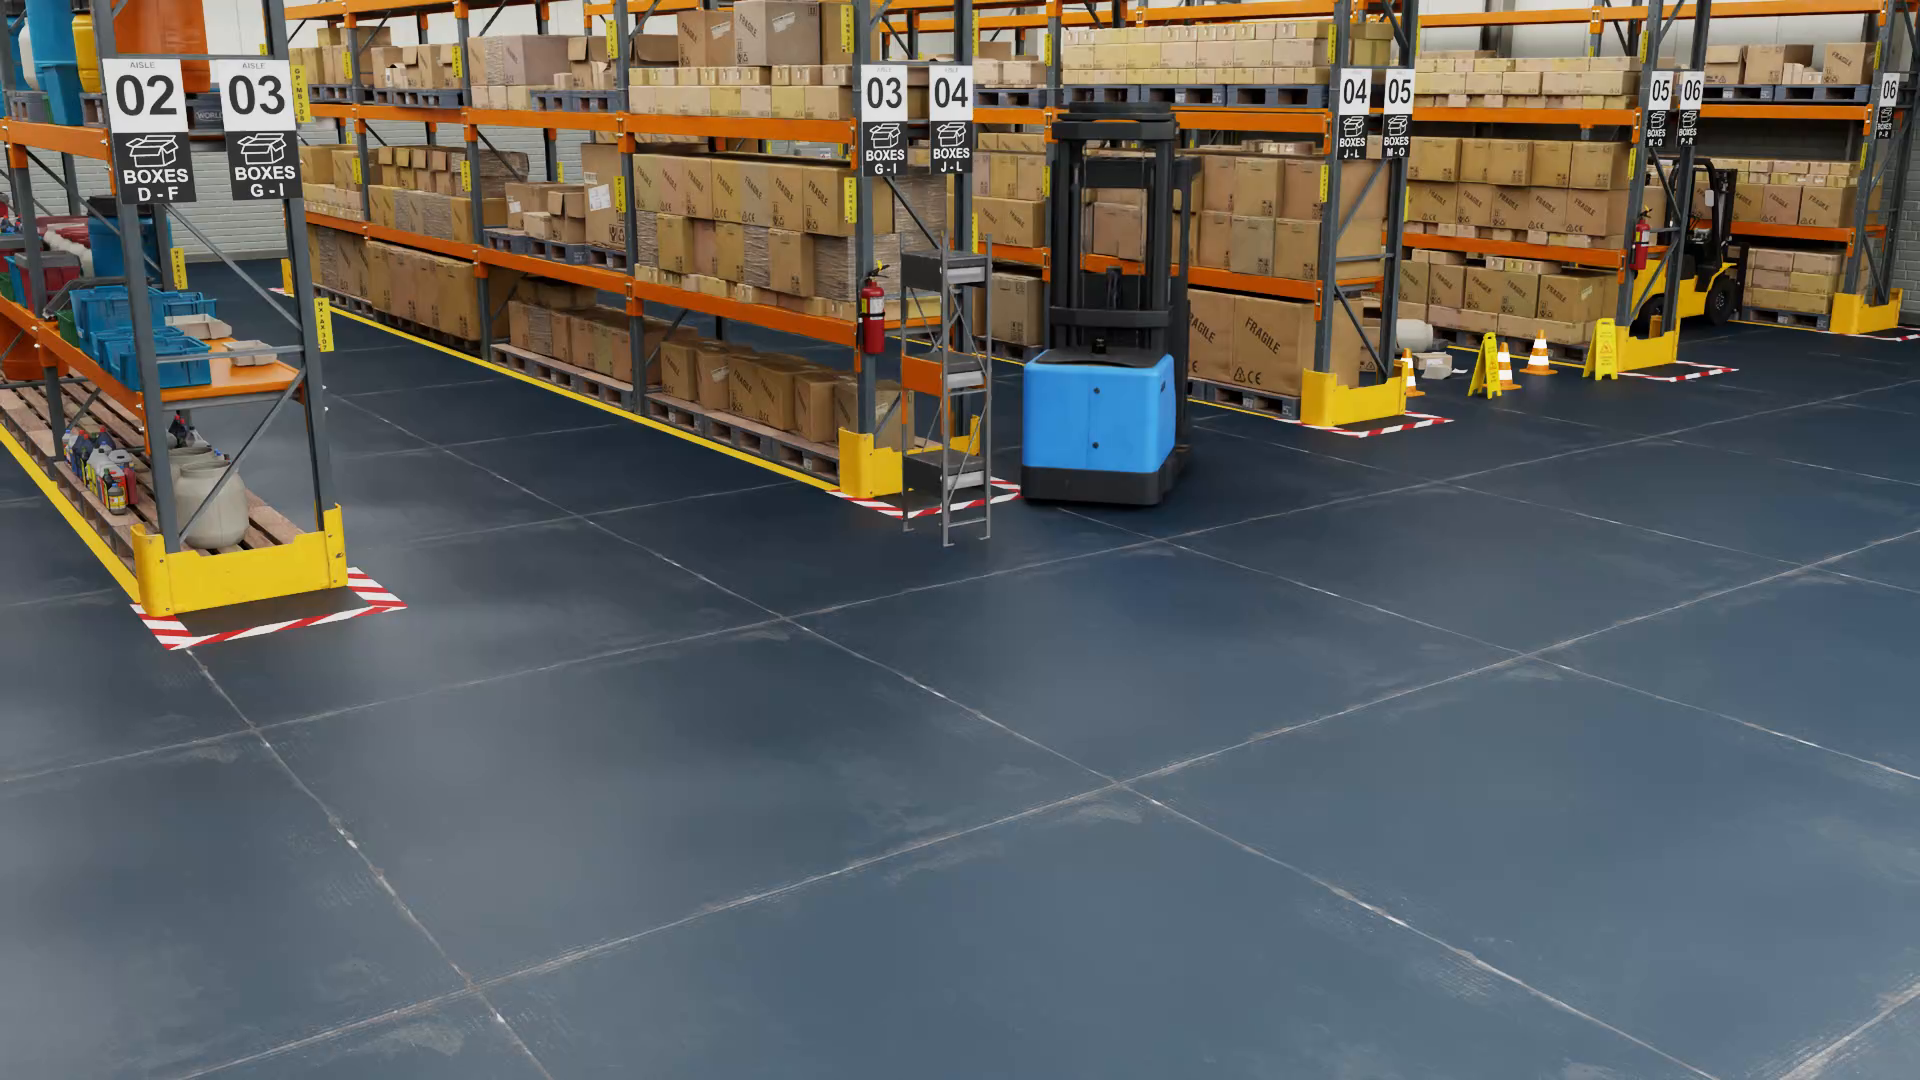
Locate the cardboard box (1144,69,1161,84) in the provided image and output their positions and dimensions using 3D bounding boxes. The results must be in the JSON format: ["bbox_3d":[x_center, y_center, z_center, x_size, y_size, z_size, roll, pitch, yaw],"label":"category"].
[{"bbox_3d":[2.065,-4.645,16.674,0.380,0.149,0.250,-11,19,-34],"label":"cardboard box"}]

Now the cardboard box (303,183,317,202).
[{"bbox_3d":[-9.084,-4.994,23.860,0.500,0.250,0.500,-12,19,-36],"label":"cardboard box"}]

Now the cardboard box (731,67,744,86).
[{"bbox_3d":[-1.642,-3.791,13.590,0.380,0.149,0.250,-12,19,-37],"label":"cardboard box"}]

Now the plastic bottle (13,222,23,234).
[{"bbox_3d":[-9.997,-3.205,17.698,0.144,0.351,0.185,-11,19,-35],"label":"plastic bottle"}]

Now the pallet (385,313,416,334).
[{"bbox_3d":[-6.885,-2.933,21.891,1.003,0.211,1.213,-11,19,-35],"label":"pallet"}]

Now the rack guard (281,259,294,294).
[{"bbox_3d":[-9.765,-4.084,25.552,1.175,0.500,0.348,-11,19,-35],"label":"rack guard"}]

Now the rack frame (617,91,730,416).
[{"bbox_3d":[-2.696,-2.722,15.841,1.000,3.000,0.127,-11,19,-35],"label":"rack frame"}]

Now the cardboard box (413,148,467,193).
[{"bbox_3d":[-6.245,-4.549,20.425,0.797,0.503,0.637,-10,18,-33],"label":"cardboard box"}]

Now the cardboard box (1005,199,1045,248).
[{"bbox_3d":[0.853,-3.589,18.817,0.500,0.500,0.500,-11,19,-35],"label":"cardboard box"}]

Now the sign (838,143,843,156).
[{"bbox_3d":[-2.188,-7.194,30.388,0.100,0.325,0.005,-11,19,-35],"label":"sign"}]

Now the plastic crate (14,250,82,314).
[{"bbox_3d":[-7.234,-2.040,13.228,0.402,0.464,0.583,-11,19,-35],"label":"plastic crate"}]

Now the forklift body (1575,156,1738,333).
[{"bbox_3d":[9.095,-3.890,21.715,2.313,2.155,1.214,-11,19,-35],"label":"forklift body"}]

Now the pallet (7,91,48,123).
[{"bbox_3d":[-6.199,-3.170,12.153,1.213,0.211,1.003,-11,19,-35],"label":"pallet"}]

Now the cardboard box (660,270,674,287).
[{"bbox_3d":[-2.507,-2.404,15.154,0.380,0.149,0.250,-11,19,-35],"label":"cardboard box"}]

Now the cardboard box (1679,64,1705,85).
[{"bbox_3d":[9.960,-6.301,22.502,0.396,0.266,0.258,-11,19,-36],"label":"cardboard box"}]

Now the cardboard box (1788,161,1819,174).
[{"bbox_3d":[10.958,-4.826,21.544,0.380,0.149,0.250,-10,18,-33],"label":"cardboard box"}]

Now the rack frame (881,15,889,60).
[{"bbox_3d":[-1.735,-9.717,30.031,1.000,3.000,0.127,-11,19,-35],"label":"rack frame"}]

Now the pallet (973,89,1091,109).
[{"bbox_3d":[0.797,-5.013,18.891,0.805,0.209,1.217,-12,19,-37],"label":"pallet"}]

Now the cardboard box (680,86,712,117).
[{"bbox_3d":[-2.039,-3.741,14.165,0.500,0.250,0.500,-12,19,-37],"label":"cardboard box"}]

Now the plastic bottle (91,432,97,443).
[{"bbox_3d":[-6.571,-0.671,12.659,0.061,0.283,0.133,-11,19,-35],"label":"plastic bottle"}]

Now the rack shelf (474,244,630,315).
[{"bbox_3d":[-3.871,-2.803,17.496,1.077,0.370,4.000,-11,19,-35],"label":"rack shelf"}]

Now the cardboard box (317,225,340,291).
[{"bbox_3d":[-8.775,-4.144,24.264,0.875,0.875,0.875,-11,19,-35],"label":"cardboard box"}]

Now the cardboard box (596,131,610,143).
[{"bbox_3d":[-5.631,-6.570,27.252,0.500,0.500,0.500,-11,19,-35],"label":"cardboard box"}]

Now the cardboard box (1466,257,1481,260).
[{"bbox_3d":[6.186,-3.306,20.964,0.500,0.500,0.500,-10,18,-34],"label":"cardboard box"}]

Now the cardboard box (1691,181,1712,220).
[{"bbox_3d":[10.280,-4.618,22.576,0.500,0.500,0.500,-11,19,-34],"label":"cardboard box"}]

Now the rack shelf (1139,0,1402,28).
[{"bbox_3d":[4.145,-7.041,22.377,1.077,0.370,4.000,-11,19,-35],"label":"rack shelf"}]

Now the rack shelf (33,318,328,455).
[{"bbox_3d":[-5.526,-1.180,11.567,1.077,0.370,4.000,-11,19,-35],"label":"rack shelf"}]

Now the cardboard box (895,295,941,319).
[{"bbox_3d":[-0.318,-1.845,13.111,0.380,0.149,0.250,-11,19,-35],"label":"cardboard box"}]

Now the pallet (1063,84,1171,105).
[{"bbox_3d":[1.849,-4.698,17.546,1.003,0.211,1.213,-11,19,-35],"label":"pallet"}]

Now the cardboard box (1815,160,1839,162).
[{"bbox_3d":[11.367,-4.902,21.824,0.380,0.149,0.250,-10,18,-33],"label":"cardboard box"}]

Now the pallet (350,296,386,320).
[{"bbox_3d":[-7.783,-3.260,23.088,1.003,0.211,1.213,-11,19,-35],"label":"pallet"}]

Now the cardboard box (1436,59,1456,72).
[{"bbox_3d":[5.886,-5.639,19.780,0.380,0.149,0.250,-12,19,-36],"label":"cardboard box"}]

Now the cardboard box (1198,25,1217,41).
[{"bbox_3d":[2.508,-4.868,15.980,0.380,0.149,0.250,-11,19,-35],"label":"cardboard box"}]

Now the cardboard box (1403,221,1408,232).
[{"bbox_3d":[5.618,-3.925,20.709,0.380,0.149,0.250,-11,19,-35],"label":"cardboard box"}]

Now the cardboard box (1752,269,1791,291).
[{"bbox_3d":[10.860,-3.459,22.000,0.500,0.250,0.500,-11,19,-35],"label":"cardboard box"}]

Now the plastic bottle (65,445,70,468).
[{"bbox_3d":[-6.809,-0.658,12.767,0.097,0.201,0.097,0,15,0],"label":"plastic bottle"}]

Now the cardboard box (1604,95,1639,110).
[{"bbox_3d":[7.236,-4.765,18.097,0.380,0.149,0.250,-11,19,-34],"label":"cardboard box"}]

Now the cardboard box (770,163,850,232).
[{"bbox_3d":[-1.166,-2.727,13.211,0.500,0.500,0.500,-11,19,-35],"label":"cardboard box"}]

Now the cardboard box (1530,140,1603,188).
[{"bbox_3d":[6.904,-4.265,18.830,0.700,0.500,0.500,-11,19,-34],"label":"cardboard box"}]

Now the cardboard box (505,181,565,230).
[{"bbox_3d":[-4.698,-3.718,18.494,0.500,0.500,0.500,-14,21,-41],"label":"cardboard box"}]

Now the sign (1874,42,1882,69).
[{"bbox_3d":[11.238,-5.932,20.359,0.100,0.325,0.005,-11,19,-35],"label":"sign"}]

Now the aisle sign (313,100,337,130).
[{"bbox_3d":[-9.551,-6.601,25.086,0.394,0.787,0.004,-11,19,-35],"label":"aisle sign"}]

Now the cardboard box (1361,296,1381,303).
[{"bbox_3d":[5.449,-2.969,21.155,0.500,0.250,0.500,-12,19,-37],"label":"cardboard box"}]

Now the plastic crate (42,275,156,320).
[{"bbox_3d":[-6.497,-1.792,12.560,0.767,0.338,0.504,-11,19,-35],"label":"plastic crate"}]

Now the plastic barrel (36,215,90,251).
[{"bbox_3d":[-8.536,-2.821,15.945,0.600,0.536,0.708,-11,19,-35],"label":"plastic barrel"}]

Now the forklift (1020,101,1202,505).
[{"bbox_3d":[1.316,-2.016,13.390,1.130,2.935,3.031,4,16,14],"label":"forklift"}]

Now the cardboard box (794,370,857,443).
[{"bbox_3d":[-1.076,-1.123,13.938,0.500,0.500,0.500,-6,16,-20],"label":"cardboard box"}]

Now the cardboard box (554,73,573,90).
[{"bbox_3d":[-3.879,-4.644,16.826,0.380,0.166,0.250,-12,19,-36],"label":"cardboard box"}]

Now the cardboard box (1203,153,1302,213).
[{"bbox_3d":[2.924,-3.539,16.494,0.875,0.550,0.550,-11,19,-35],"label":"cardboard box"}]

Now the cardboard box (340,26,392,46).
[{"bbox_3d":[-7.947,-6.740,22.243,0.500,0.250,0.500,-12,20,-38],"label":"cardboard box"}]

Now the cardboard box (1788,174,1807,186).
[{"bbox_3d":[10.977,-4.684,21.591,0.380,0.149,0.250,-10,18,-34],"label":"cardboard box"}]

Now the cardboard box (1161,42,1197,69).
[{"bbox_3d":[2.330,-4.768,16.370,0.500,0.250,0.500,-11,19,-34],"label":"cardboard box"}]

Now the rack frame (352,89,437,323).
[{"bbox_3d":[-7.399,-4.431,22.082,1.000,3.000,0.127,-11,19,-35],"label":"rack frame"}]

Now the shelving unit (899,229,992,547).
[{"bbox_3d":[-0.097,-1.048,11.428,0.431,2.100,0.503,-11,19,-35],"label":"shelving unit"}]
